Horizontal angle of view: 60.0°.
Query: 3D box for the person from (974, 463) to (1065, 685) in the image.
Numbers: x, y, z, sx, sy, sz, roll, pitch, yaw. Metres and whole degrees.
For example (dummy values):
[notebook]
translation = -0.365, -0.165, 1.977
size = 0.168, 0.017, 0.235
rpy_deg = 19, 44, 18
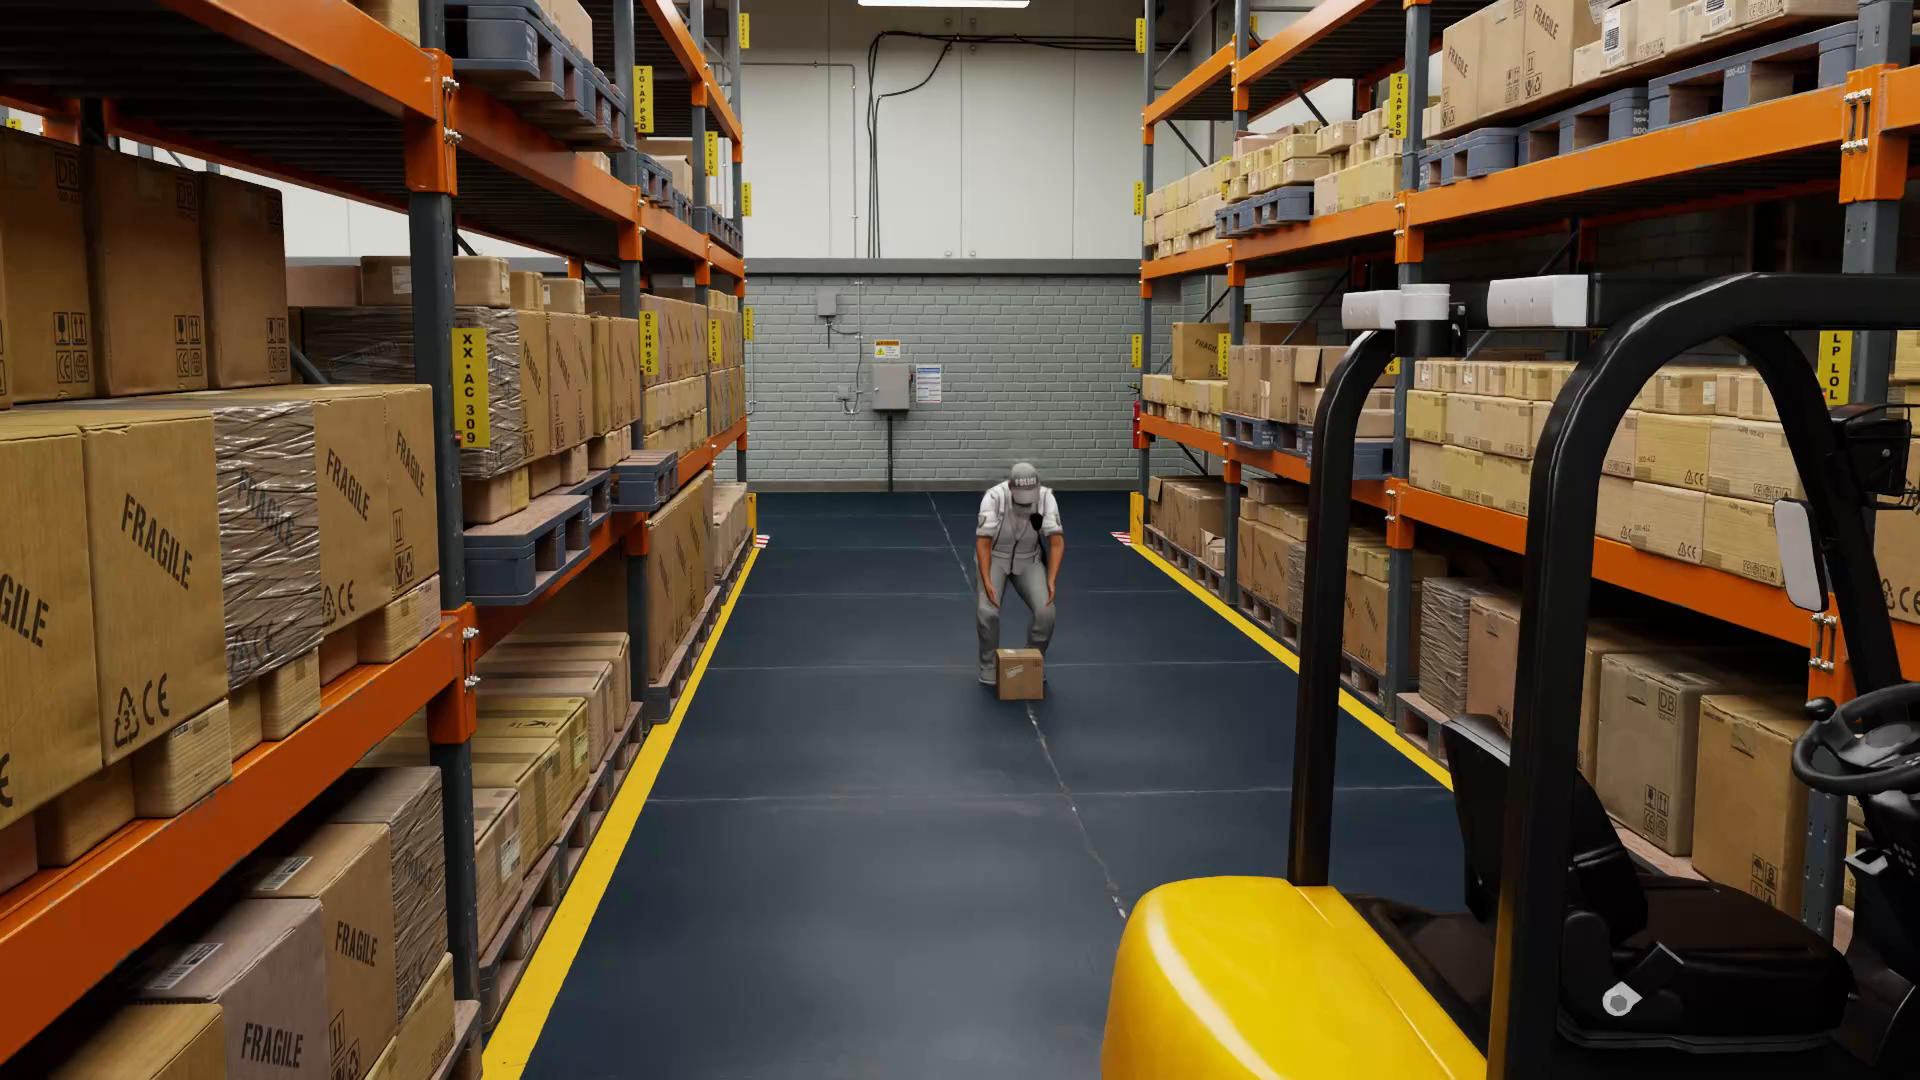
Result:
[person]
translation = 0.353, 0.191, 10.016
size = 0.534, 1.351, 0.745
rpy_deg = 0, 7, -4
